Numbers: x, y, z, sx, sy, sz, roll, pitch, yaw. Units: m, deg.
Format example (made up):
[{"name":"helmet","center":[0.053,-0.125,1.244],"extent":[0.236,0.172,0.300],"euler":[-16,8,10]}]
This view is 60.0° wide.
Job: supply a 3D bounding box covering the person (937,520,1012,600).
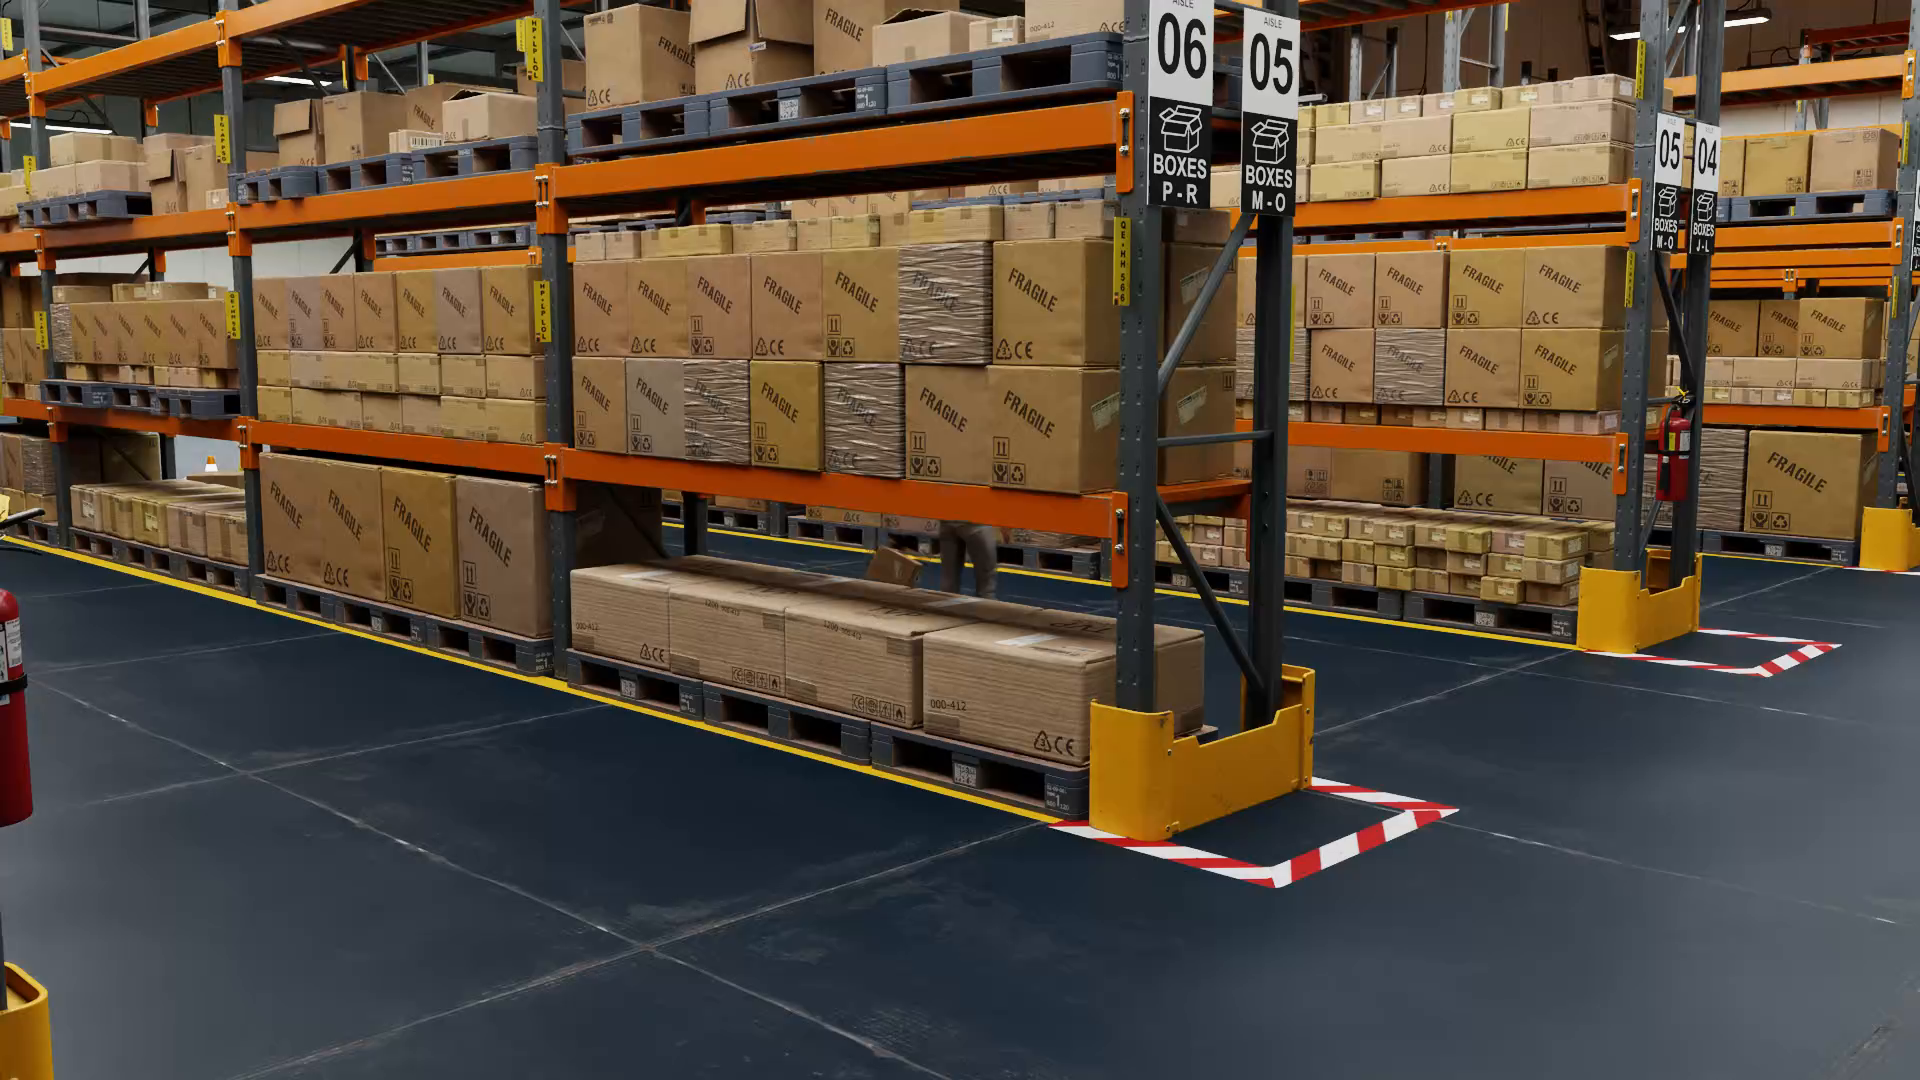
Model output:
[{"name":"person","center":[0.086,-0.084,9.625],"extent":[0.484,1.603,0.466],"euler":[-6,10,-42]}]
